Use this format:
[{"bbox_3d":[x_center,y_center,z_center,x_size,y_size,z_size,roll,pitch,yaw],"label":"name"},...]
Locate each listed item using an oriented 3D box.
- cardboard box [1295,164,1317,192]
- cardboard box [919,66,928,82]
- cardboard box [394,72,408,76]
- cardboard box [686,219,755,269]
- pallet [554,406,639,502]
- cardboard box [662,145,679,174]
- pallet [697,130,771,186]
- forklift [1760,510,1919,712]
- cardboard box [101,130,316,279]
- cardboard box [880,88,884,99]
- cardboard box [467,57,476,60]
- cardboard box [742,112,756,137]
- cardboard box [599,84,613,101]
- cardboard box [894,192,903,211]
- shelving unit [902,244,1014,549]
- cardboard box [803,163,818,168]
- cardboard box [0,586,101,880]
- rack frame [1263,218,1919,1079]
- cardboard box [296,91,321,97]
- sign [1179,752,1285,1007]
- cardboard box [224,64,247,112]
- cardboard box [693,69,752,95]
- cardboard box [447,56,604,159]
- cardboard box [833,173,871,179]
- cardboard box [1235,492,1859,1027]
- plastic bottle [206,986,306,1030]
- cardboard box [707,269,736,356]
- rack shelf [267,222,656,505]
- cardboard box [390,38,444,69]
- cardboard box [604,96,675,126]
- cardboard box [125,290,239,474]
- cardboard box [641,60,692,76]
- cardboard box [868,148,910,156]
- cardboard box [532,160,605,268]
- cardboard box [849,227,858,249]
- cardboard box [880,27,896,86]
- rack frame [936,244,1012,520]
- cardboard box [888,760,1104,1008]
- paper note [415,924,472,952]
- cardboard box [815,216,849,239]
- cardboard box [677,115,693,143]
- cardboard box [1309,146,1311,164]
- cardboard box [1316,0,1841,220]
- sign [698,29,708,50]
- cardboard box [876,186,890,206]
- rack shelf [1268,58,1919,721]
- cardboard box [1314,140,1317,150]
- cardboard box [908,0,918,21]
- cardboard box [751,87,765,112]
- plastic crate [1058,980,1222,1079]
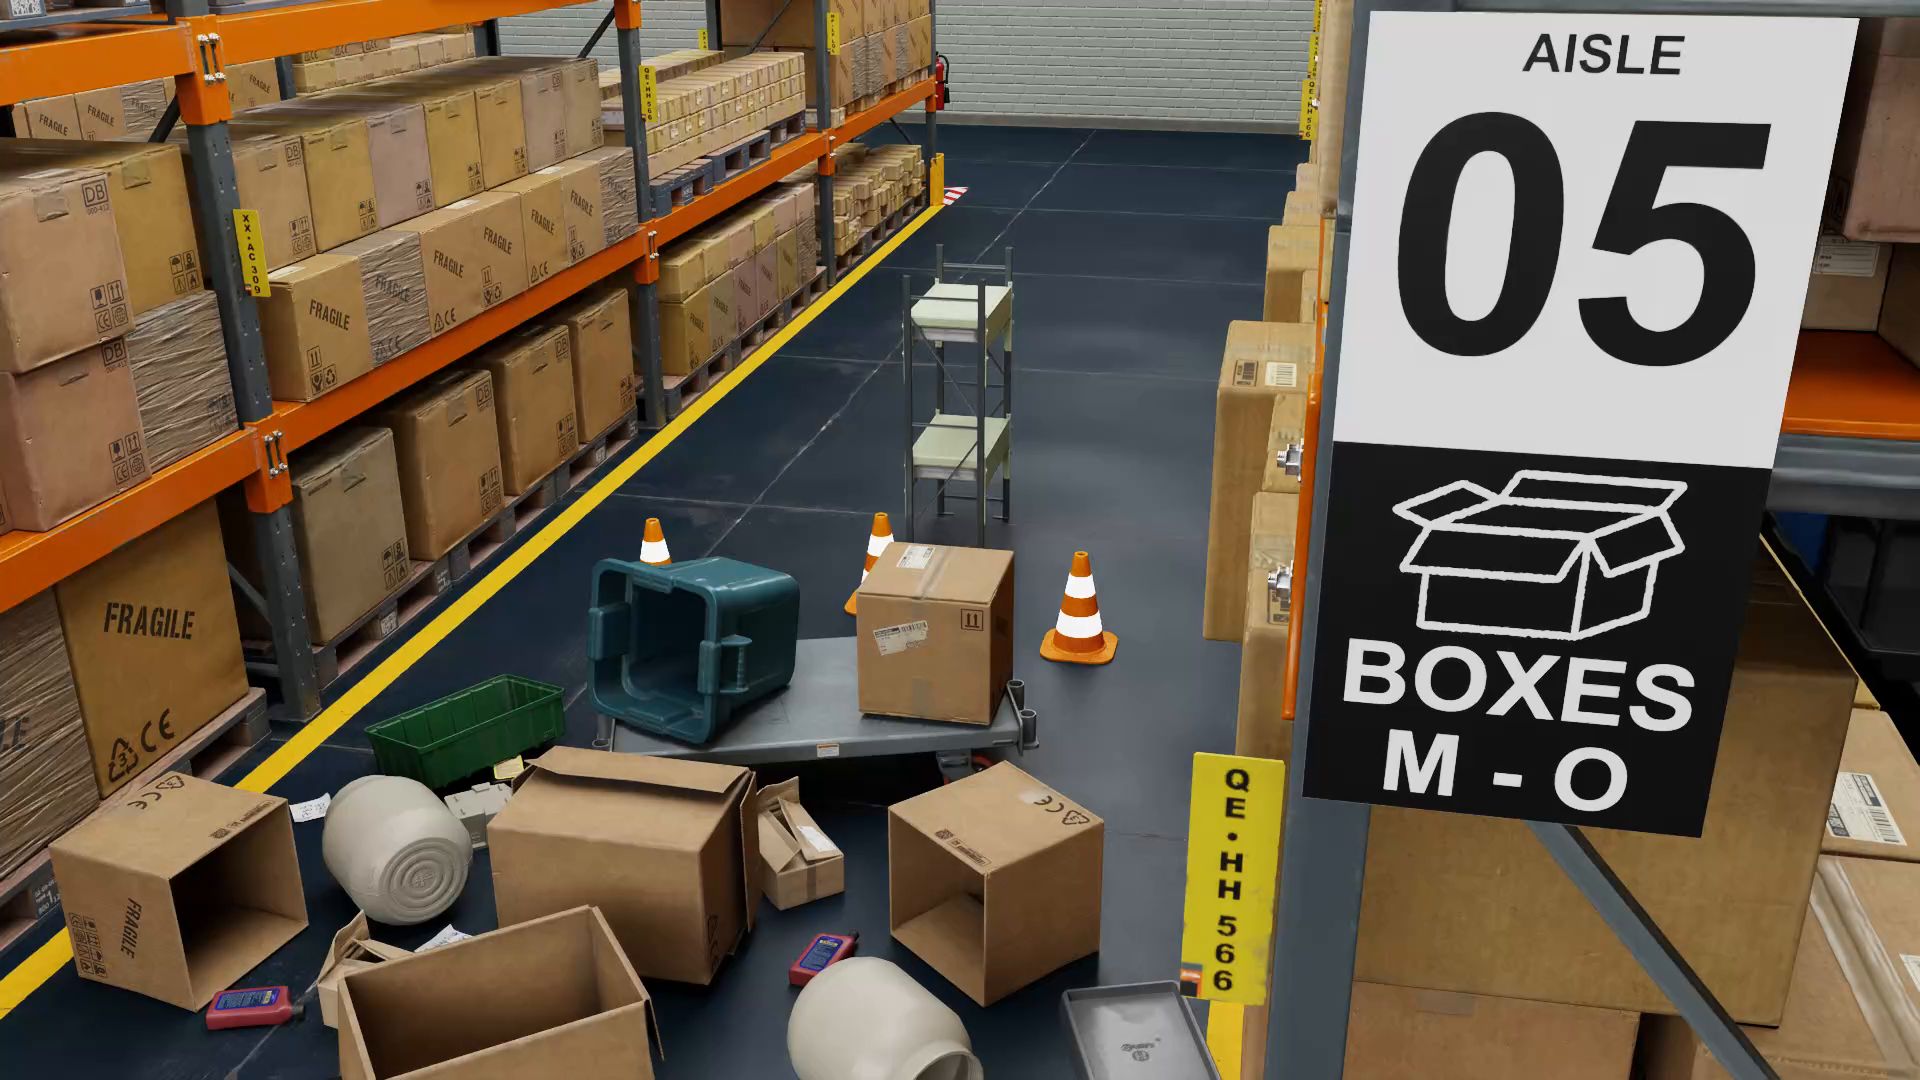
[{"bbox_3d":[1.362,-0.843,5.060,0.700,0.500,0.500,4,22,10],"label":"cardboard box"},{"bbox_3d":[-0.544,-4.811,17.119,0.380,0.149,0.250,4,22,11],"label":"cardboard box"},{"bbox_3d":[-5.703,-4.557,16.489,0.380,0.149,0.250,4,22,9],"label":"cardboard box"},{"bbox_3d":[-1.792,-2.124,11.894,0.500,0.250,0.500,5,22,11],"label":"cardboard box"},{"bbox_3d":[-2.621,-0.566,9.977,1.003,0.211,1.213,4,22,11],"label":"pallet"},{"bbox_3d":[-2.043,-2.467,10.737,0.380,0.149,0.250,6,23,14],"label":"cardboard box"},{"bbox_3d":[-2.023,-2.780,11.998,1.003,0.211,1.213,4,22,11],"label":"pallet"},{"bbox_3d":[4.325,-0.711,6.695,1.130,2.935,3.031,5,22,11],"label":"forklift"},{"bbox_3d":[-3.107,-1.371,6.771,0.700,0.500,0.500,4,22,10],"label":"cardboard box"},{"bbox_3d":[-0.931,-4.248,15.722,0.380,0.149,0.250,5,22,12],"label":"cardboard box"},{"bbox_3d":[-5.391,-5.116,17.877,0.380,0.149,0.250,5,22,11],"label":"cardboard box"},{"bbox_3d":[-1.720,-3.046,12.176,0.380,0.149,0.250,5,23,13],"label":"cardboard box"},{"bbox_3d":[-2.577,-2.996,11.255,0.380,0.149,0.250,5,22,13],"label":"cardboard box"},{"bbox_3d":[-0.777,-3.351,16.412,0.380,0.149,0.250,3,22,9],"label":"cardboard box"},{"bbox_3d":[-0.001,-0.693,8.567,0.431,1.500,0.755,4,22,11],"label":"shelving unit"},{"bbox_3d":[-1.443,-3.568,16.155,0.380,0.149,0.250,5,22,12],"label":"cardboard box"},{"bbox_3d":[-3.580,0.666,5.466,0.875,0.875,0.875,5,22,11],"label":"cardboard box"},{"bbox_3d":[0.848,1.124,2.047,1.000,3.000,0.127,4,22,11],"label":"rack frame"},{"bbox_3d":[-6.019,-3.986,15.073,0.380,0.149,0.250,5,22,11],"label":"cardboard box"},{"bbox_3d":[0.308,0.391,1.895,0.100,0.325,0.005,4,22,11],"label":"sign"},{"bbox_3d":[-6.341,-3.694,13.877,0.500,0.500,0.500,5,23,13],"label":"cardboard box"},{"bbox_3d":[-1.728,-3.321,12.062,0.380,0.149,0.250,3,22,9],"label":"cardboard box"},{"bbox_3d":[-2.488,-2.489,9.546,0.700,0.500,0.500,4,22,11],"label":"cardboard box"},{"bbox_3d":[-1.042,-3.346,15.604,0.380,0.149,0.250,4,22,9],"label":"cardboard box"},{"bbox_3d":[0.738,0.272,2.292,0.700,0.500,0.500,4,22,10],"label":"cardboard box"},{"bbox_3d":[-2.177,1.451,5.170,0.283,0.061,0.133,-3,22,-8],"label":"plastic bottle"},{"bbox_3d":[-1.893,-1.601,11.597,0.500,0.500,0.500,5,22,12],"label":"cardboard box"},{"bbox_3d":[-2.795,-1.077,8.476,1.077,0.370,4.000,4,22,11],"label":"rack shelf"},{"bbox_3d":[-5.636,-4.982,17.012,0.500,0.250,0.500,4,22,9],"label":"cardboard box"},{"bbox_3d":[-2.050,-2.749,10.642,0.380,0.149,0.250,4,22,9],"label":"cardboard box"},{"bbox_3d":[-3.266,-0.613,6.160,0.875,0.550,0.550,4,22,11],"label":"cardboard box"},{"bbox_3d":[-2.260,-3.563,12.663,0.380,0.149,0.250,4,22,10],"label":"cardboard box"},{"bbox_3d":[-0.721,-3.916,17.019,0.380,0.149,0.250,5,22,12],"label":"cardboard box"},{"bbox_3d":[-2.319,-1.821,9.226,0.500,0.500,0.500,4,22,11],"label":"cardboard box"},{"bbox_3d":[-1.127,-2.683,14.755,0.380,0.149,0.250,5,22,13],"label":"cardboard box"},{"bbox_3d":[-0.910,-4.513,15.511,0.500,0.500,0.500,6,23,14],"label":"cardboard box"},{"bbox_3d":[0.073,-0.827,8.900,0.400,1.500,0.023,4,22,11],"label":"rack frame"},{"bbox_3d":[0.113,1.108,5.431,0.500,0.500,0.500,-16,27,-35],"label":"cardboard box"},{"bbox_3d":[-1.688,1.338,5.502,0.172,0.023,0.155,13,25,29],"label":"paper note"},{"bbox_3d":[-1.183,-2.724,14.457,0.380,0.149,0.250,5,23,13],"label":"cardboard box"},{"bbox_3d":[-1.987,-2.717,10.961,0.380,0.149,0.250,4,22,9],"label":"cardboard box"},{"bbox_3d":[2.613,-2.497,11.238,0.500,0.250,0.500,4,22,10],"label":"cardboard box"},{"bbox_3d":[0.688,-0.543,1.975,0.500,0.250,0.500,4,22,10],"label":"cardboard box"},{"bbox_3d":[-2.103,-4.045,13.724,0.100,0.325,0.005,4,22,11],"label":"sign"},{"bbox_3d":[-0.879,-3.288,15.858,0.380,0.149,0.250,5,22,11],"label":"cardboard box"},{"bbox_3d":[1.256,-0.665,3.438,1.077,0.370,4.000,4,22,11],"label":"rack shelf"},{"bbox_3d":[2.329,-2.521,9.626,0.500,0.500,0.500,4,22,9],"label":"cardboard box"},{"bbox_3d":[-0.707,-5.344,16.238,0.500,0.500,0.500,4,22,9],"label":"cardboard box"},{"bbox_3d":[-1.670,-3.278,12.354,0.380,0.149,0.250,3,22,8],"label":"cardboard box"},{"bbox_3d":[0.541,1.527,4.955,0.402,0.080,0.583,-3,22,-8],"label":"plastic crate"}]
